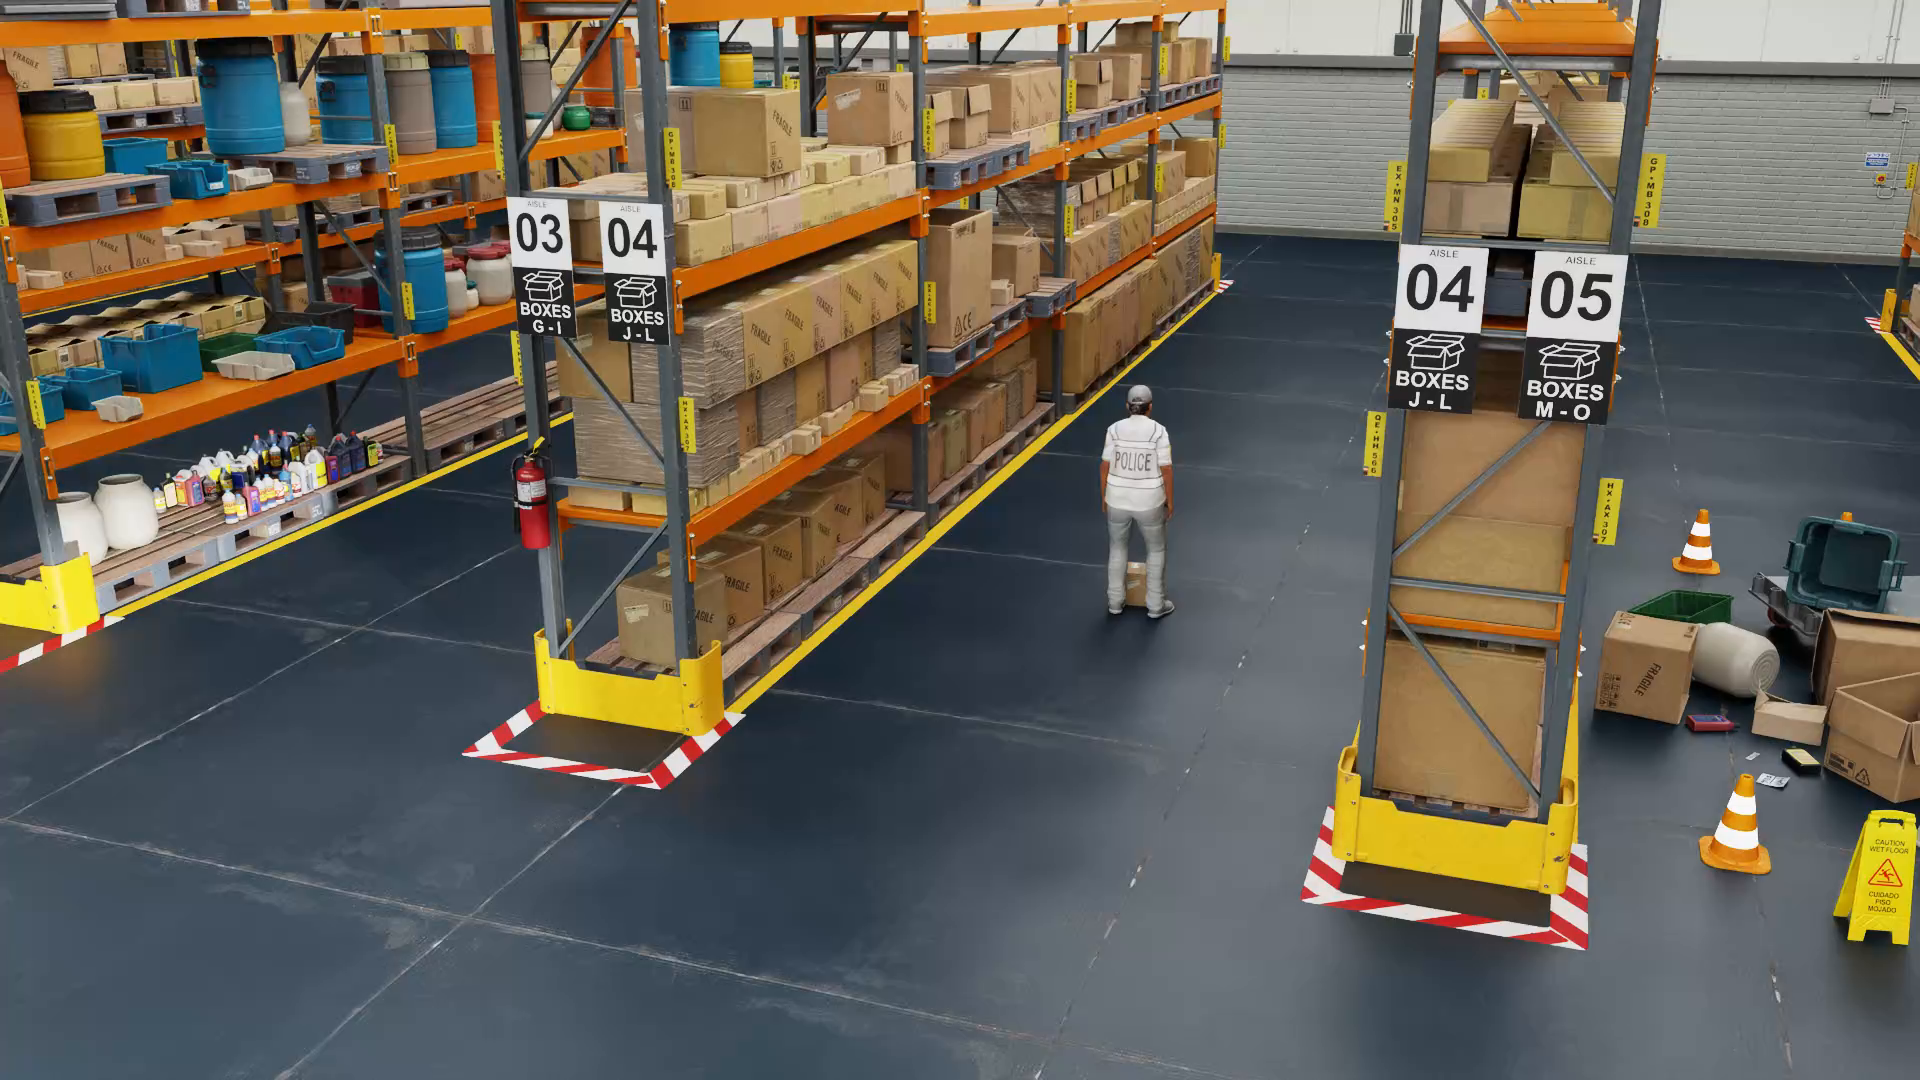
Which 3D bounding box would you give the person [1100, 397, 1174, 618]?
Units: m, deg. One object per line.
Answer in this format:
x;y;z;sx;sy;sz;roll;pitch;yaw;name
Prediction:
1.261;-0.257;11.829;0.544;1.652;0.397;6;20;18;person
